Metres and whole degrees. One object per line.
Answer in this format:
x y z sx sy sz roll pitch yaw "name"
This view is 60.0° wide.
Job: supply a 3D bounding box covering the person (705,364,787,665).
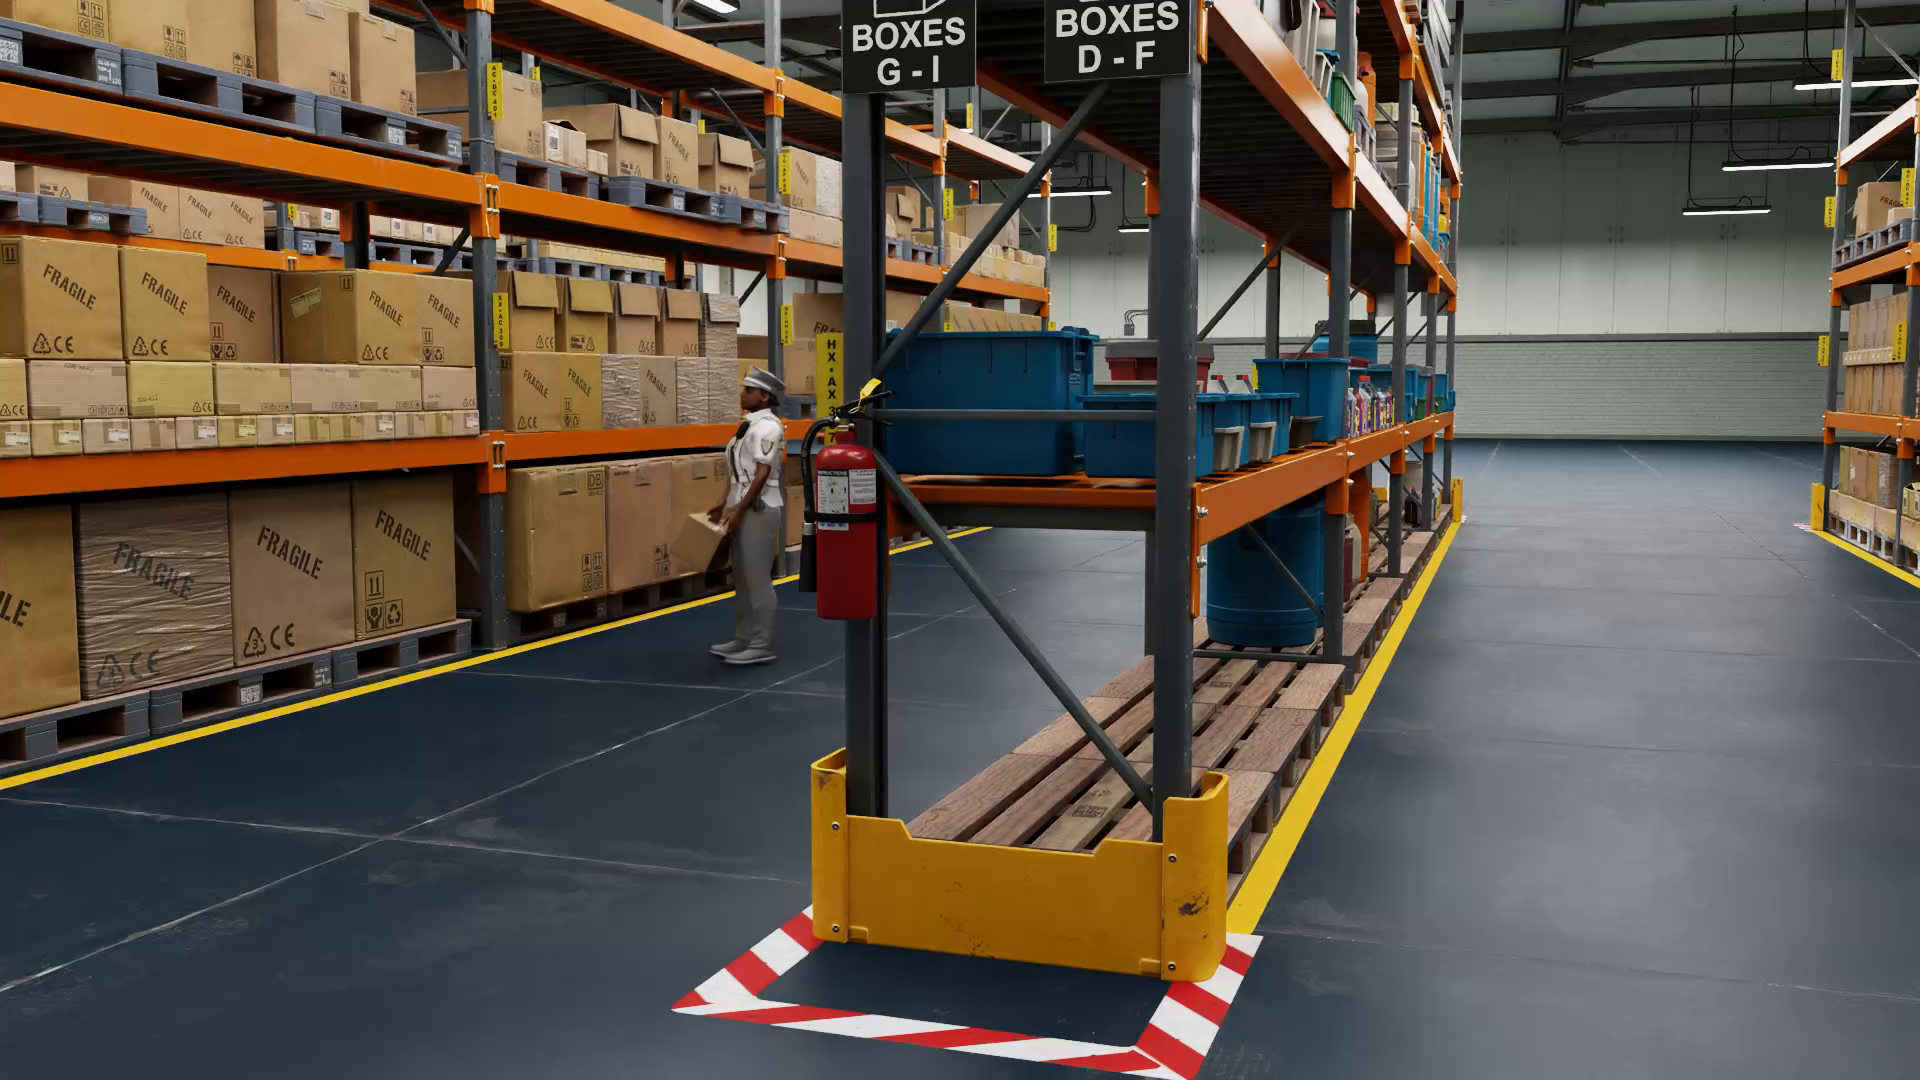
-1.225 -0.150 9.559 0.444 1.700 0.552 -2 6 -18 "person"
